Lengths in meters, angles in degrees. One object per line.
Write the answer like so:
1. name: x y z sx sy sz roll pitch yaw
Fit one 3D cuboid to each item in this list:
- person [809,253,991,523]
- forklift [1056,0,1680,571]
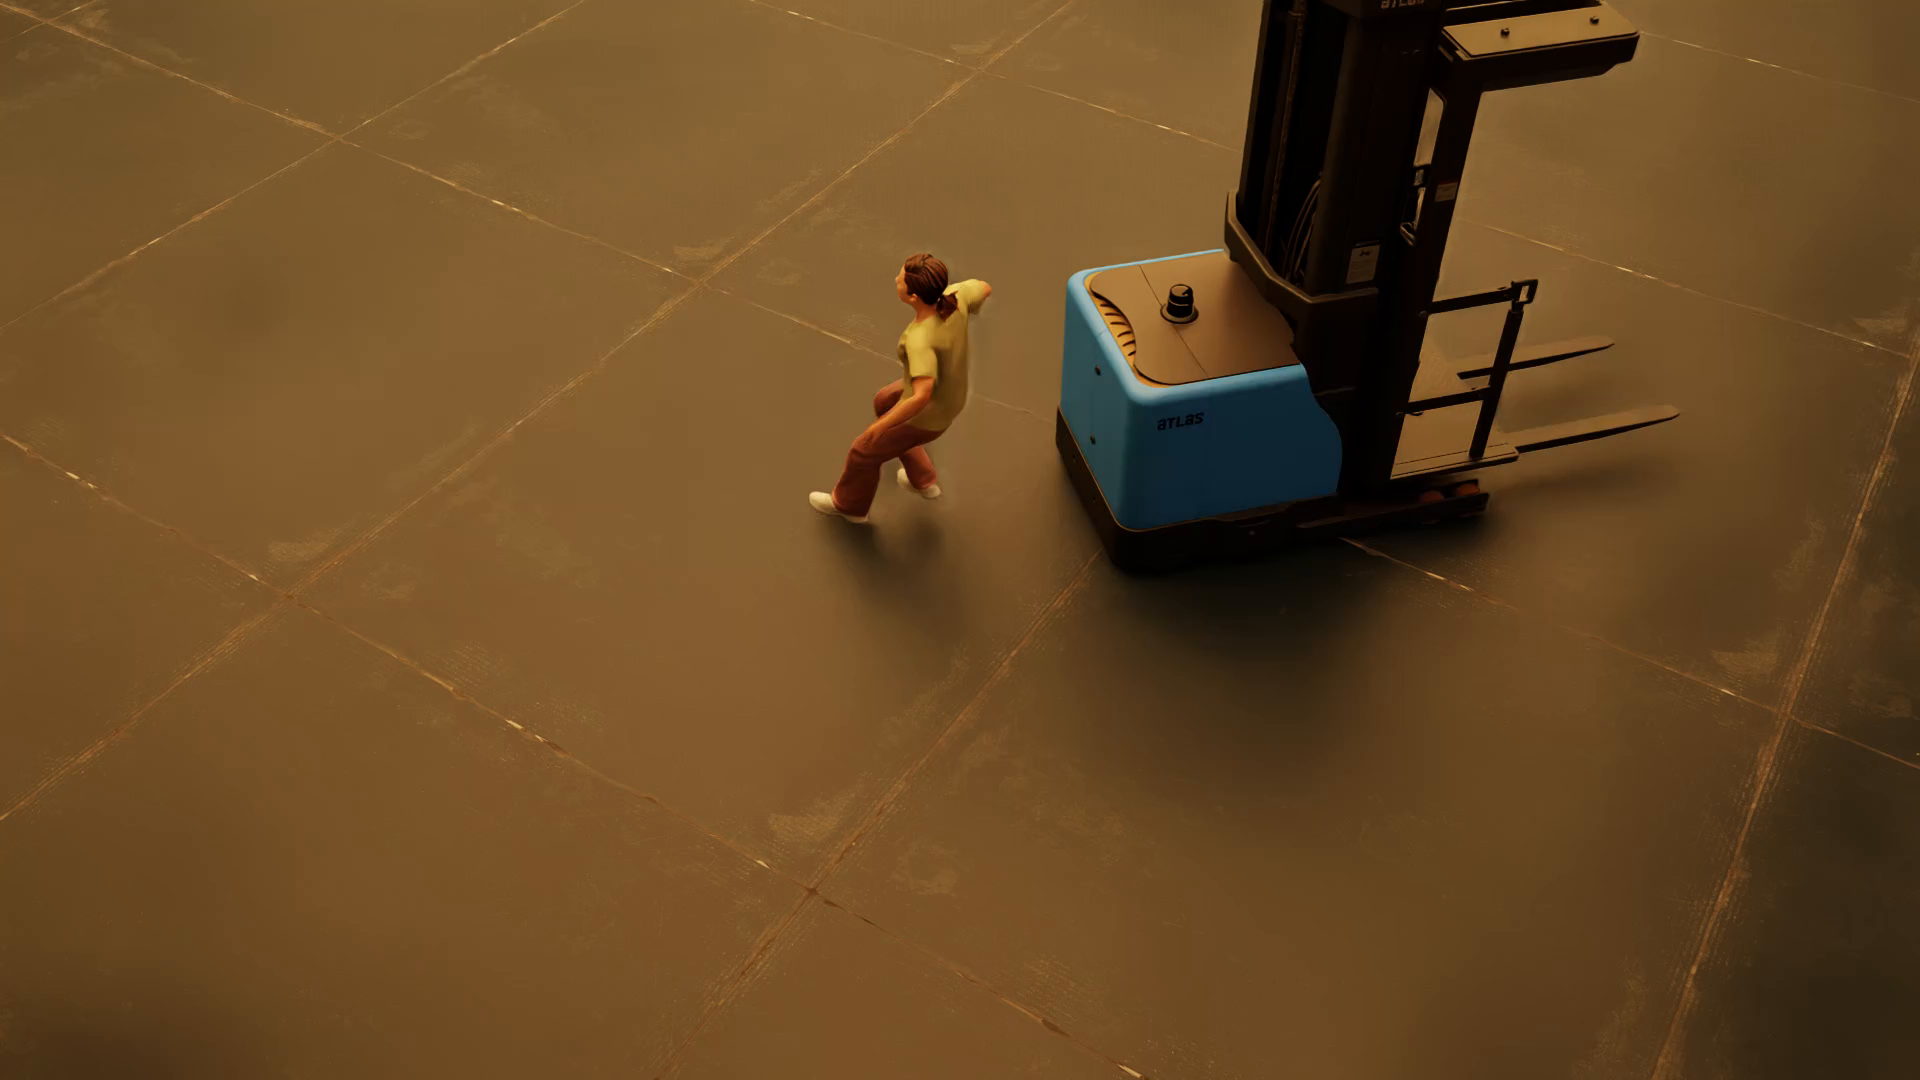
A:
1. person: -0.326 -0.673 7.496 0.803 1.564 0.904 20 47 20
2. forklift: 2.058 -1.481 7.411 3.031 2.935 1.130 -11 45 -11
